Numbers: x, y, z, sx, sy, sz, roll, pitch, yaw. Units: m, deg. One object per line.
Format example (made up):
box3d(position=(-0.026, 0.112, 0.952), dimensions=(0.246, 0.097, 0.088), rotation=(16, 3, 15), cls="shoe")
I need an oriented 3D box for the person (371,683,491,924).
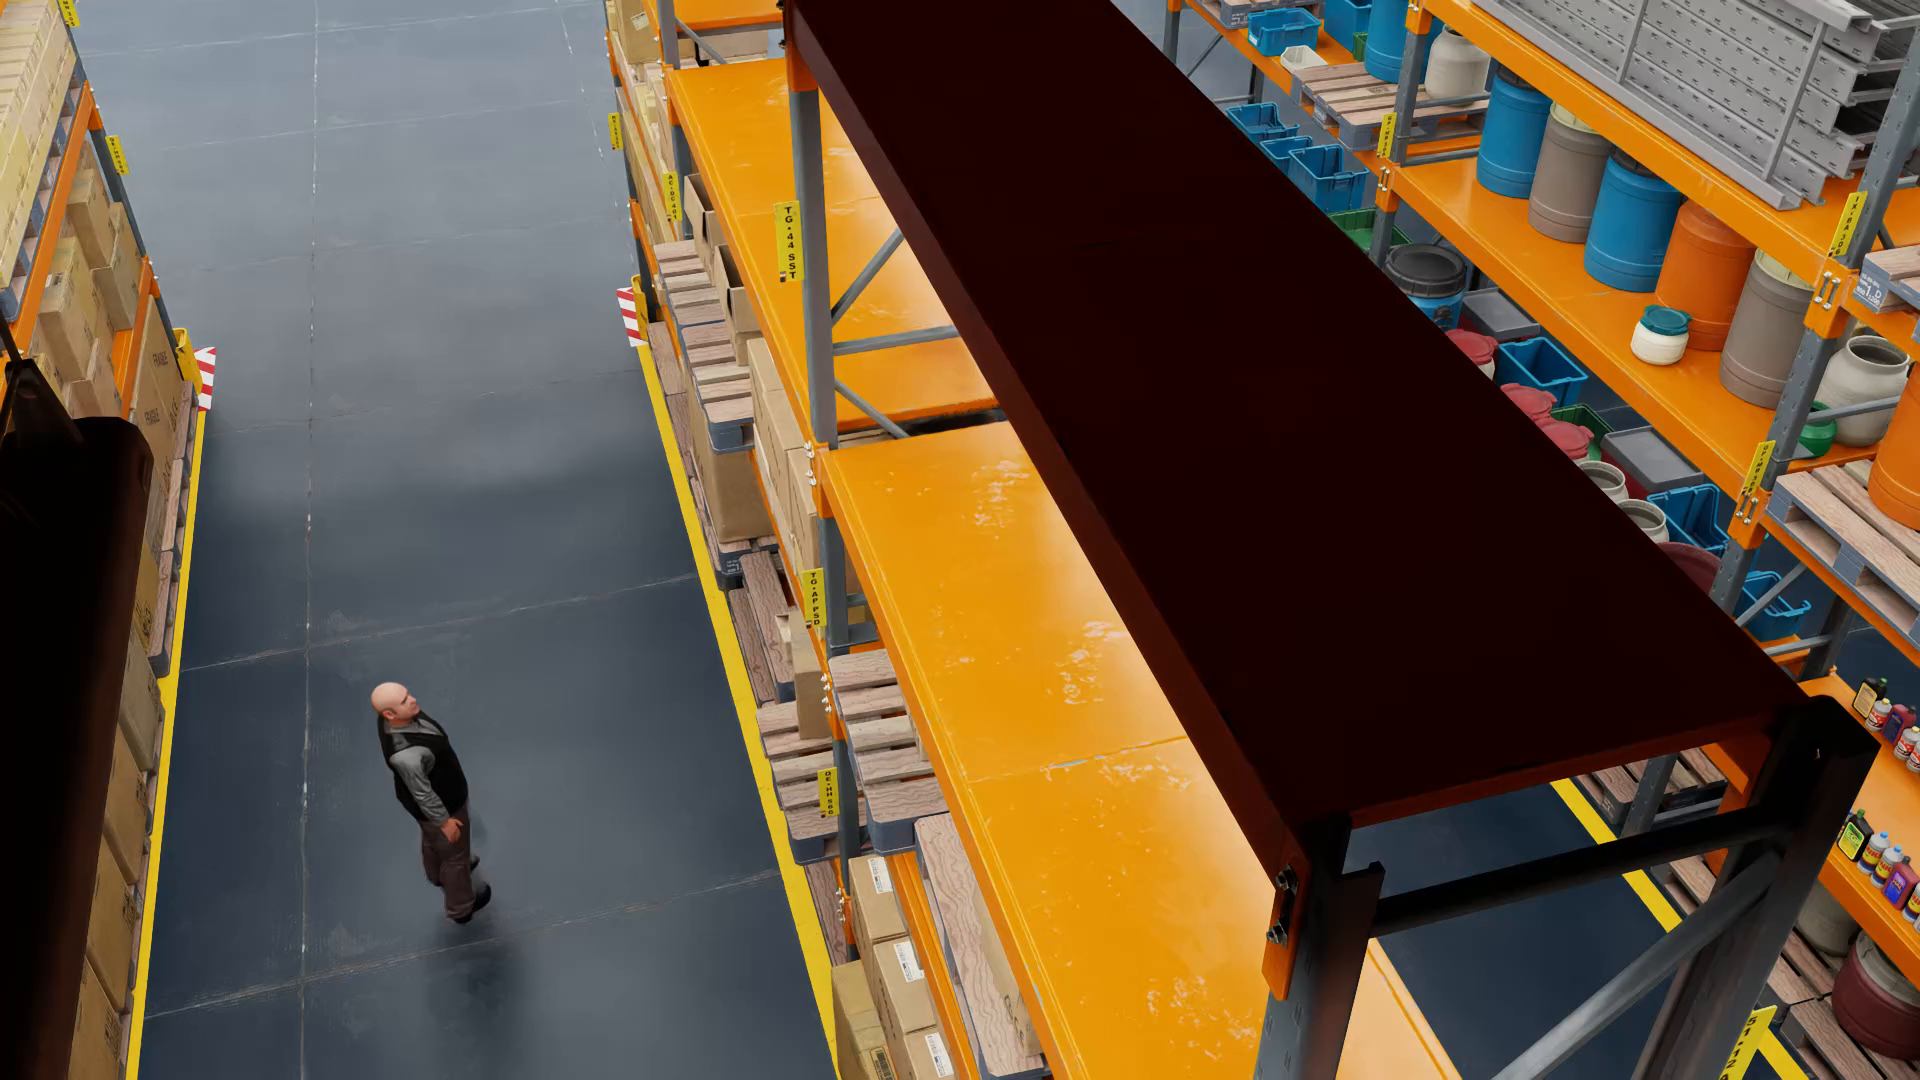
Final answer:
box3d(position=(-2.927, 1.438, 9.259), dimensions=(0.434, 1.722, 0.545), rotation=(-29, 47, -31), cls="person")
